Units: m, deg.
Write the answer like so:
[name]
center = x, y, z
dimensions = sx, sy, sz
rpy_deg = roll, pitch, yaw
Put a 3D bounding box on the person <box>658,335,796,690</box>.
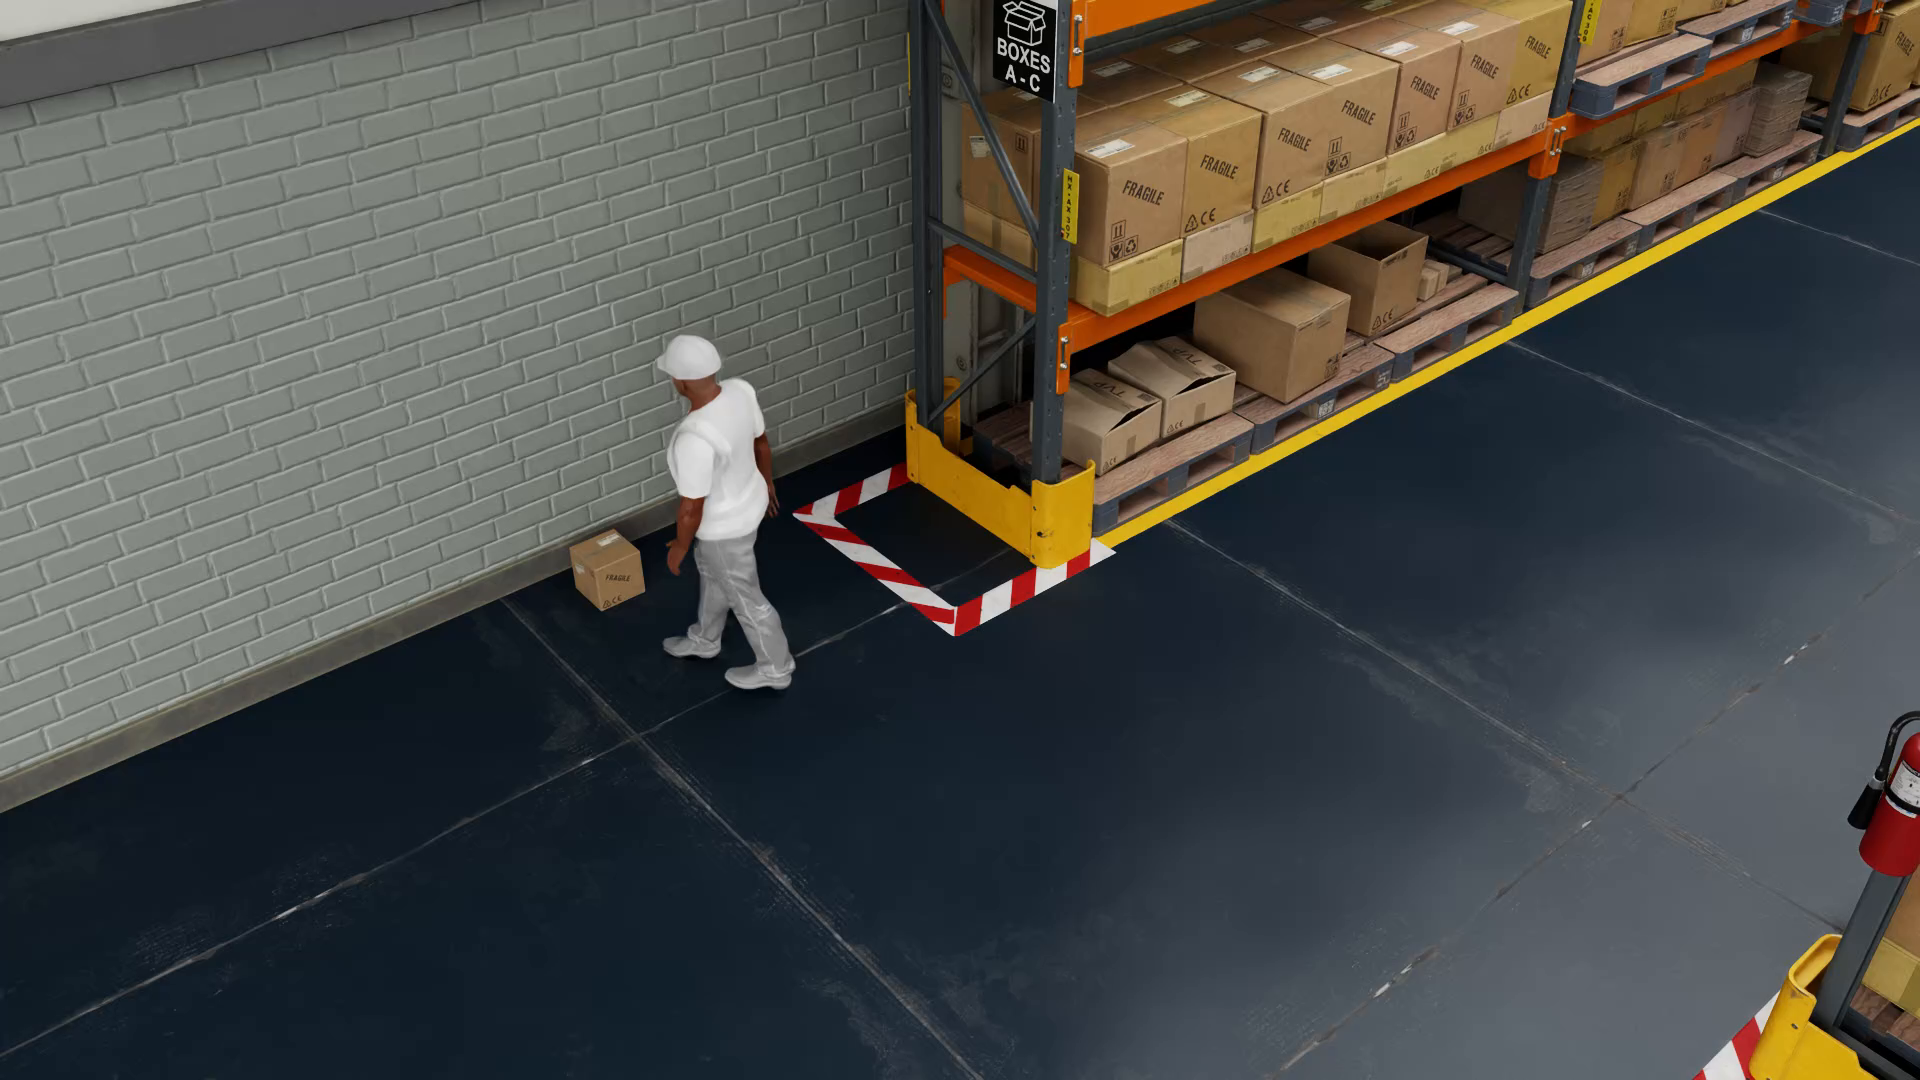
[person]
center = -1.088, -0.103, 7.196
dimensions = 0.701, 1.778, 0.592
rpy_deg = 6, 36, 8
